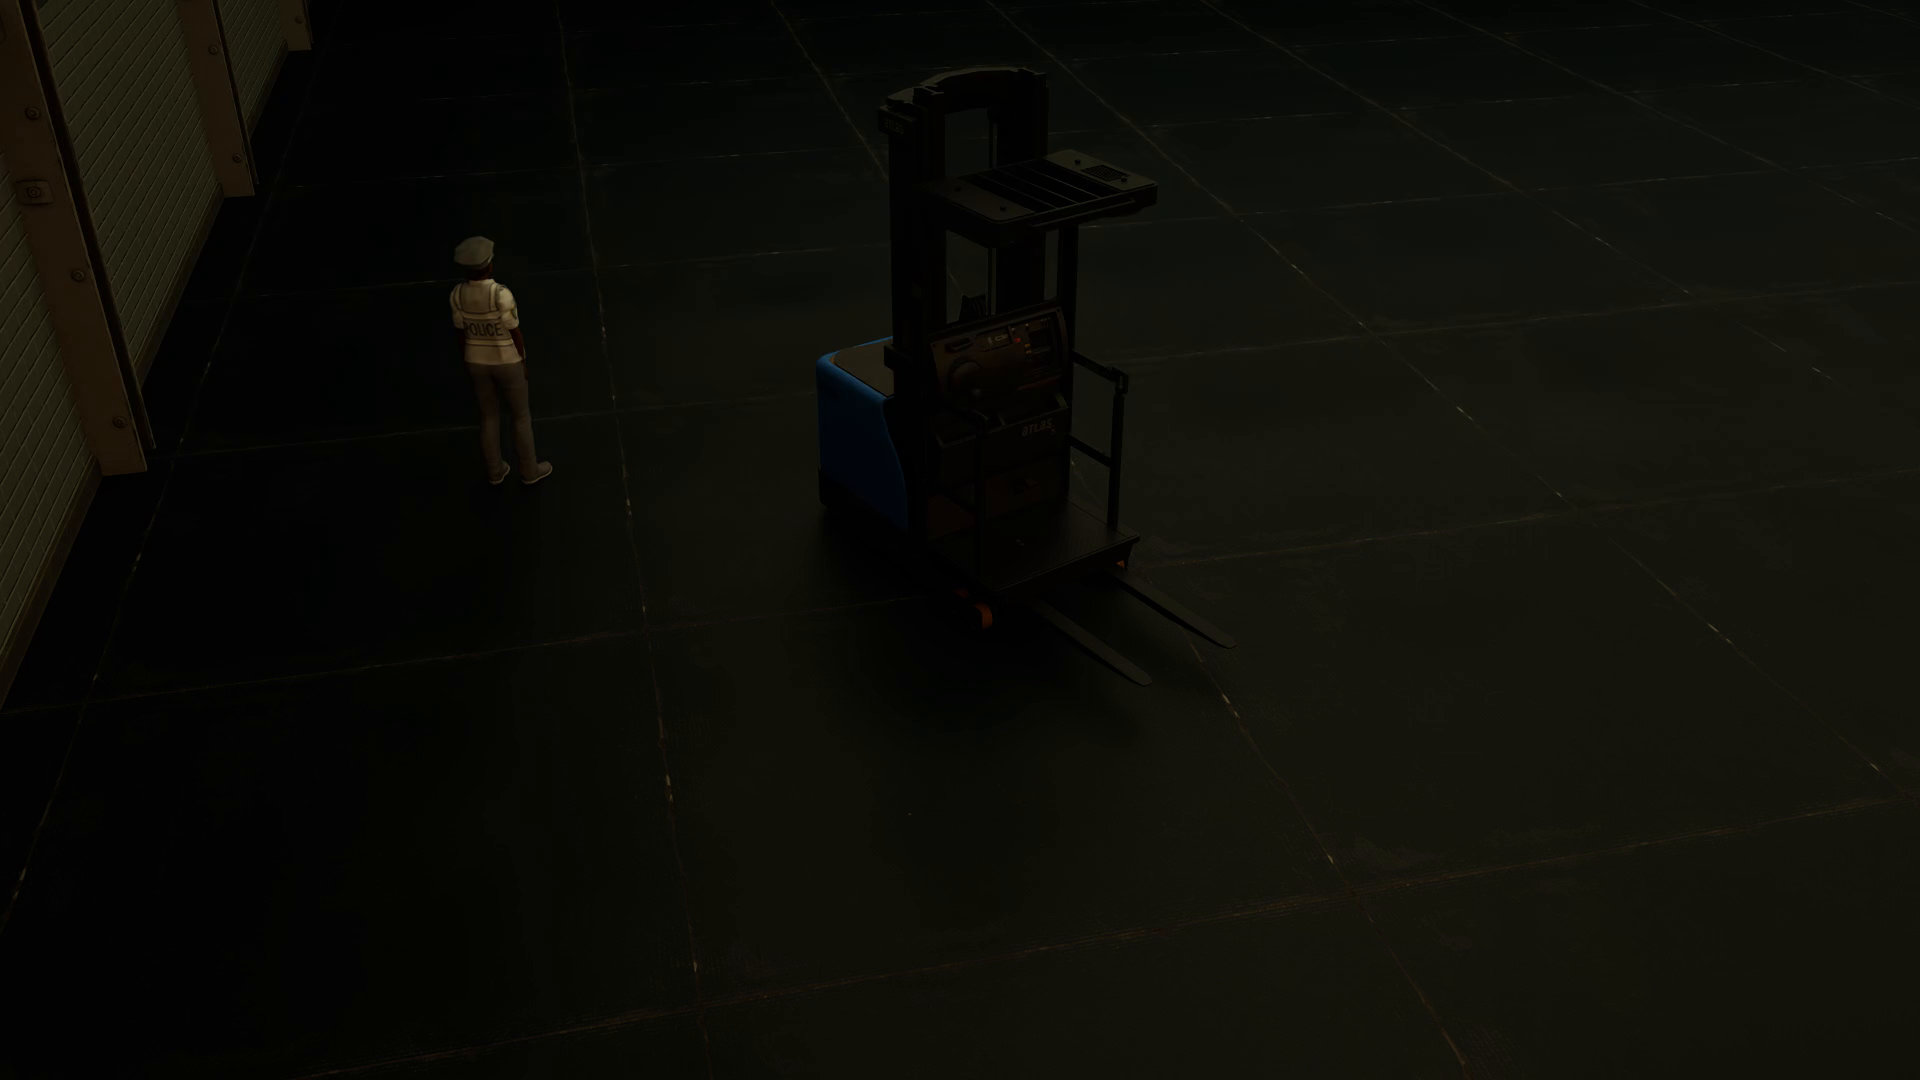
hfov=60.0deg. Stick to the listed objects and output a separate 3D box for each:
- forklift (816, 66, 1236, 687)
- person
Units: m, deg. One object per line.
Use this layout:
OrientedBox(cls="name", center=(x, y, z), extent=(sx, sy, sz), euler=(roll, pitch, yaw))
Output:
OrientedBox(cls="forklift", center=(0.355, -1.021, 9.338), extent=(1.130, 2.935, 3.031), euler=(-20, 35, -30))
OrientedBox(cls="person", center=(-3.004, -1.148, 10.800), extent=(0.449, 1.694, 0.351), euler=(3, 30, 5))
